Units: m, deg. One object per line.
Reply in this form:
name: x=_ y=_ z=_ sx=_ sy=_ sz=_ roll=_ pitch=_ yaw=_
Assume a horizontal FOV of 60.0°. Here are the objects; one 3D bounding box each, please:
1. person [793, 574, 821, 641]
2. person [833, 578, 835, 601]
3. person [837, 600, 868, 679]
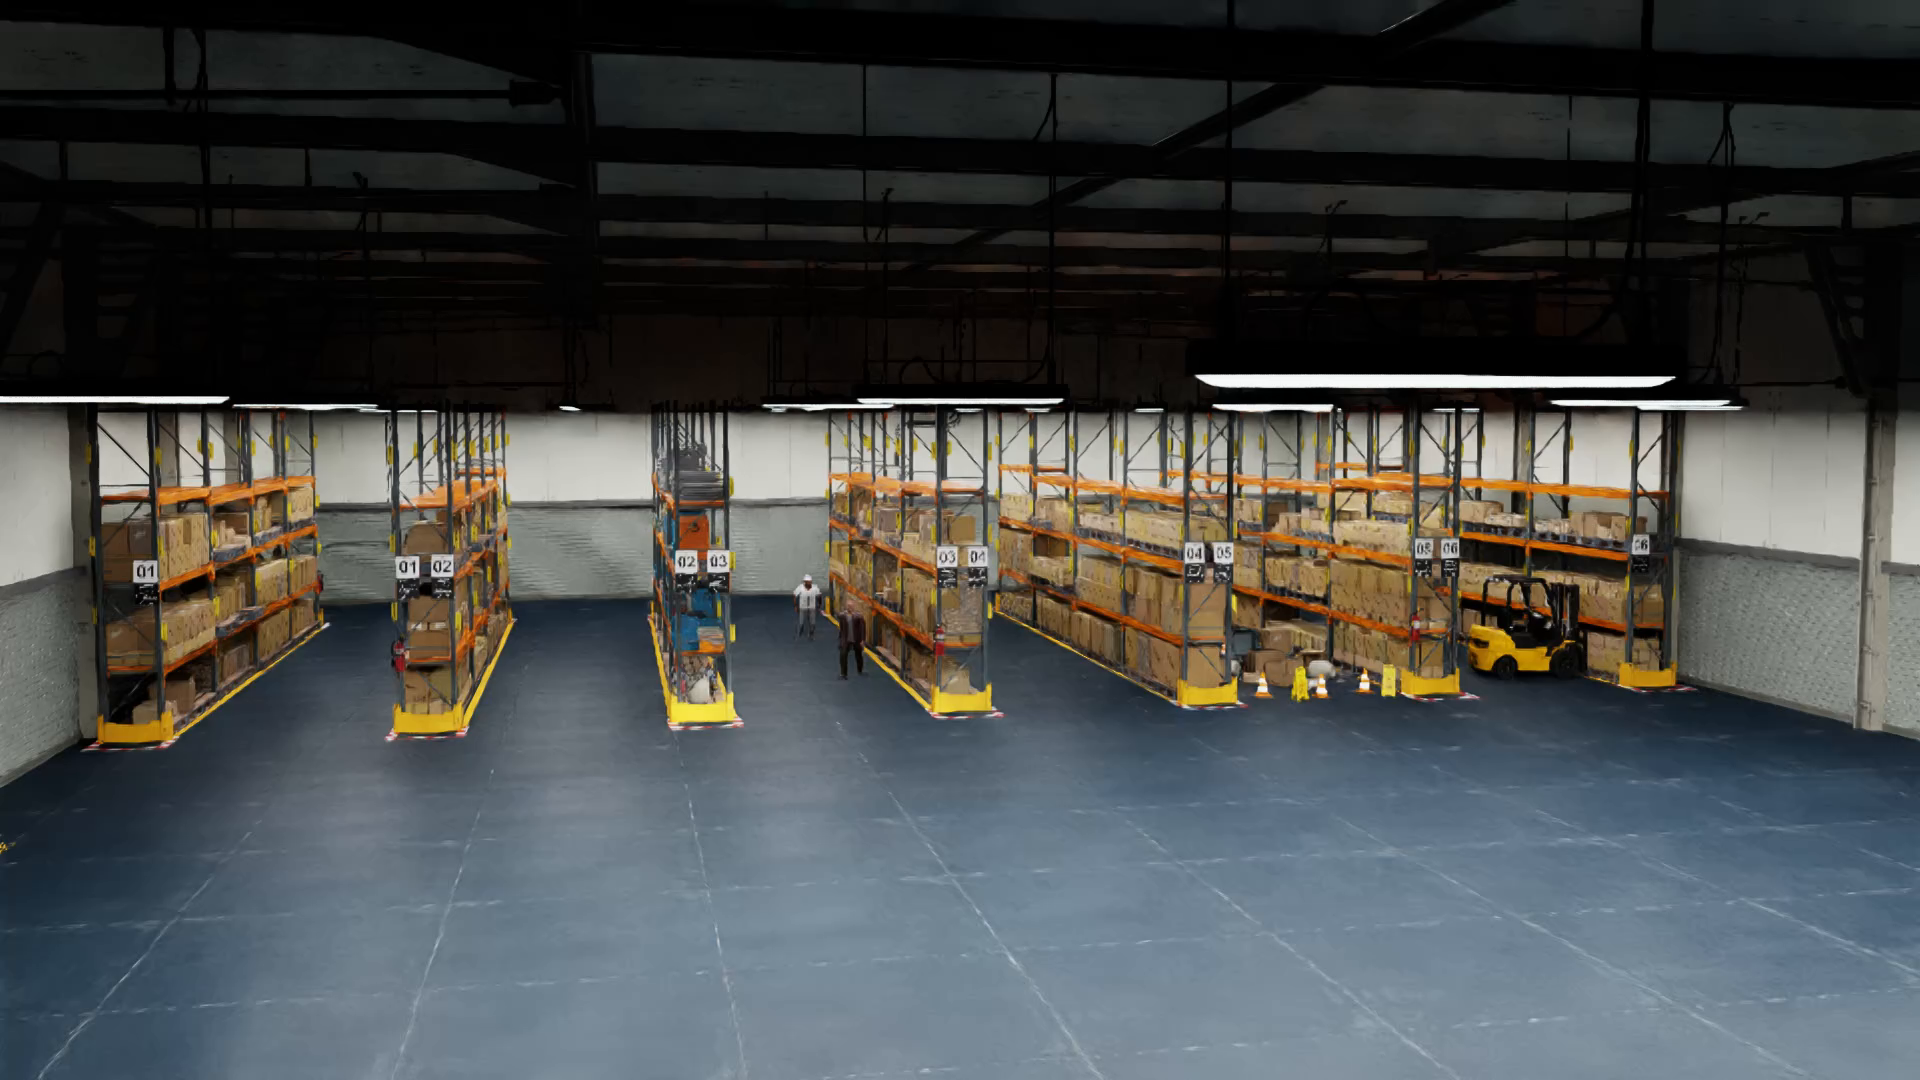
person: x=-3.861 y=1.711 z=41.991 sx=0.719 sy=1.714 sz=0.578 roll=-1 pitch=4 yaw=-14
person: x=-3.546 y=1.194 z=48.860 sx=0.550 sy=1.671 sz=0.666 roll=2 pitch=5 yaw=21
person: x=-2.340 y=2.144 z=36.115 sx=0.634 sy=1.722 sz=1.045 roll=1 pitch=4 yaw=8
